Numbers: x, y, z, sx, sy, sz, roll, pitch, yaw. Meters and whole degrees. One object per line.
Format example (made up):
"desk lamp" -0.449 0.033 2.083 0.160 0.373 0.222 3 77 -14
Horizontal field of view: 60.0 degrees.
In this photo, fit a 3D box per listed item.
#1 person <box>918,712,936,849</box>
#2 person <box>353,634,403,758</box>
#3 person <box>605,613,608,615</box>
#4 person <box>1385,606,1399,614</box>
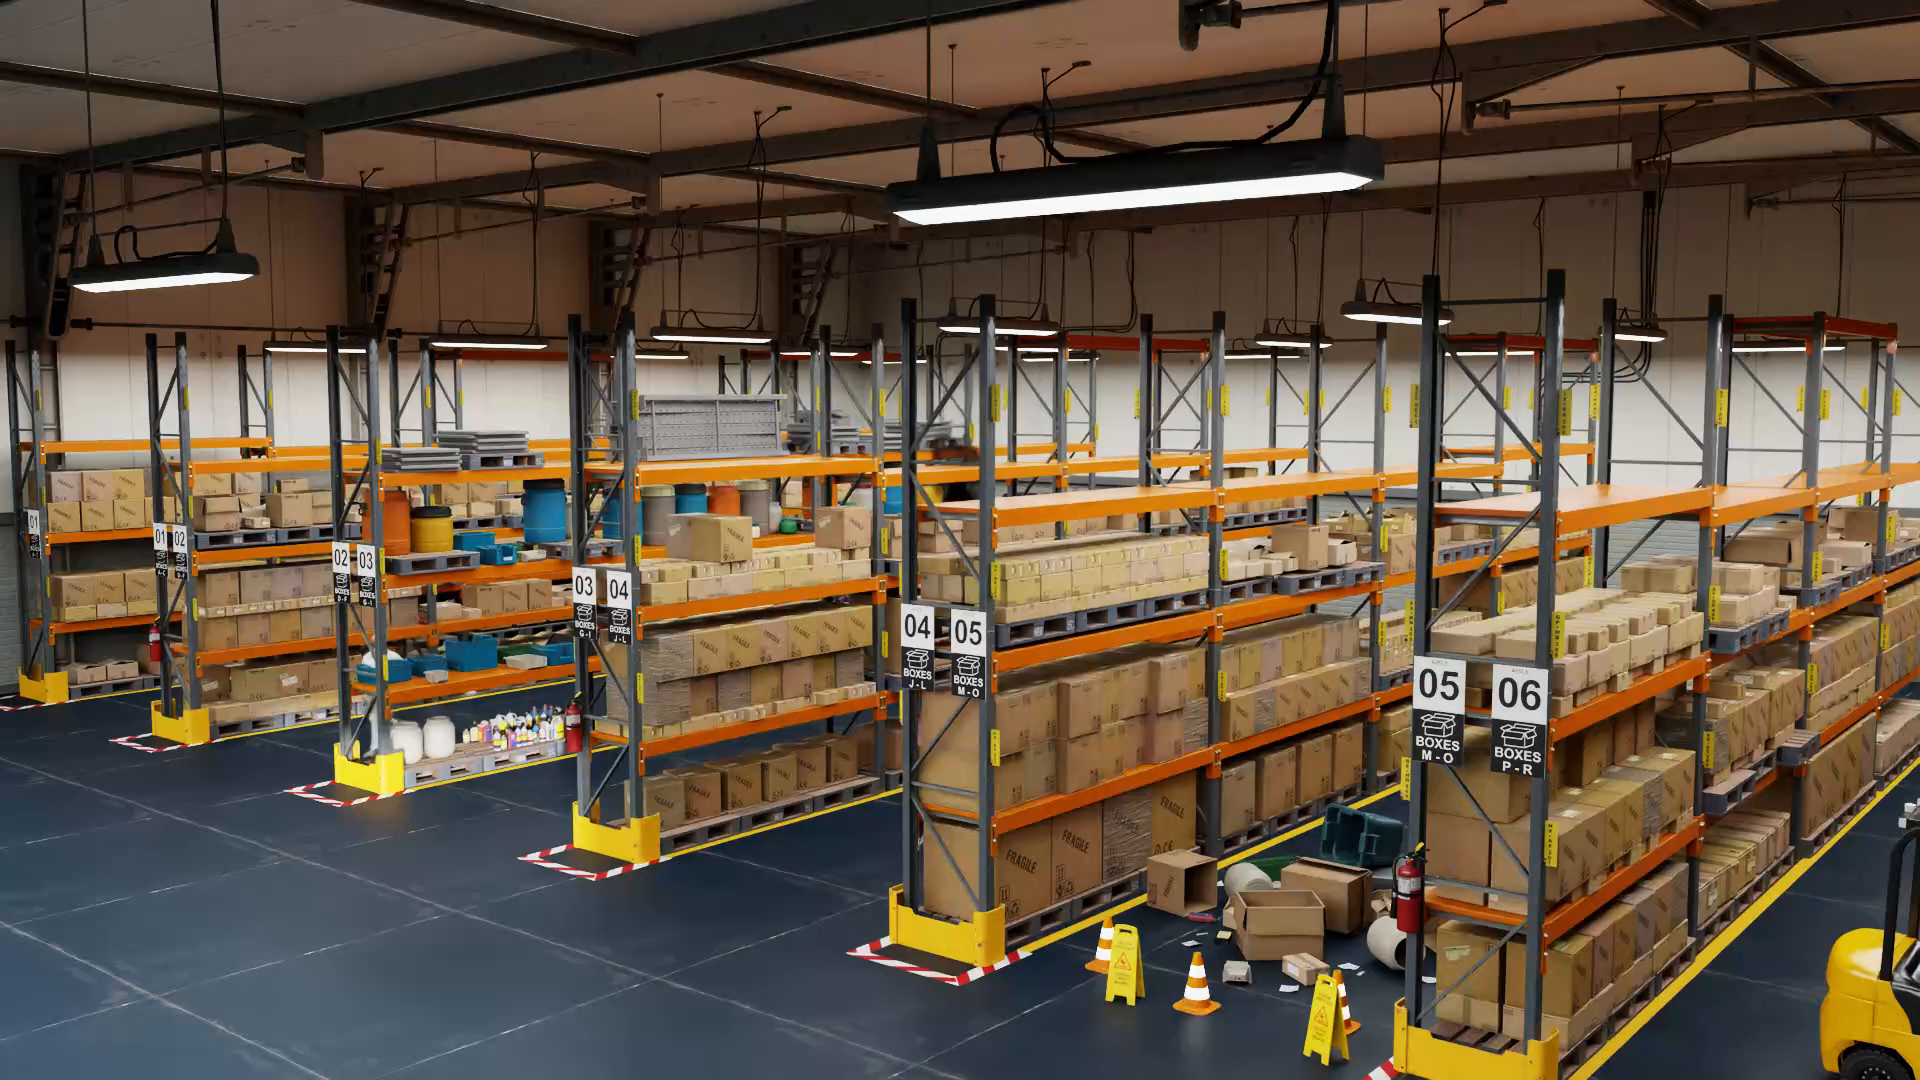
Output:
"person" -0.390 2.715 18.537 0.507 1.625 0.684 3 6 29
"person" -8.246 2.175 23.687 0.696 1.749 0.870 2 5 17
"person" -7.195 1.278 34.617 0.535 1.548 0.567 3 6 34
"person" 6.984 1.904 27.007 0.557 1.665 0.597 -4 7 -38
